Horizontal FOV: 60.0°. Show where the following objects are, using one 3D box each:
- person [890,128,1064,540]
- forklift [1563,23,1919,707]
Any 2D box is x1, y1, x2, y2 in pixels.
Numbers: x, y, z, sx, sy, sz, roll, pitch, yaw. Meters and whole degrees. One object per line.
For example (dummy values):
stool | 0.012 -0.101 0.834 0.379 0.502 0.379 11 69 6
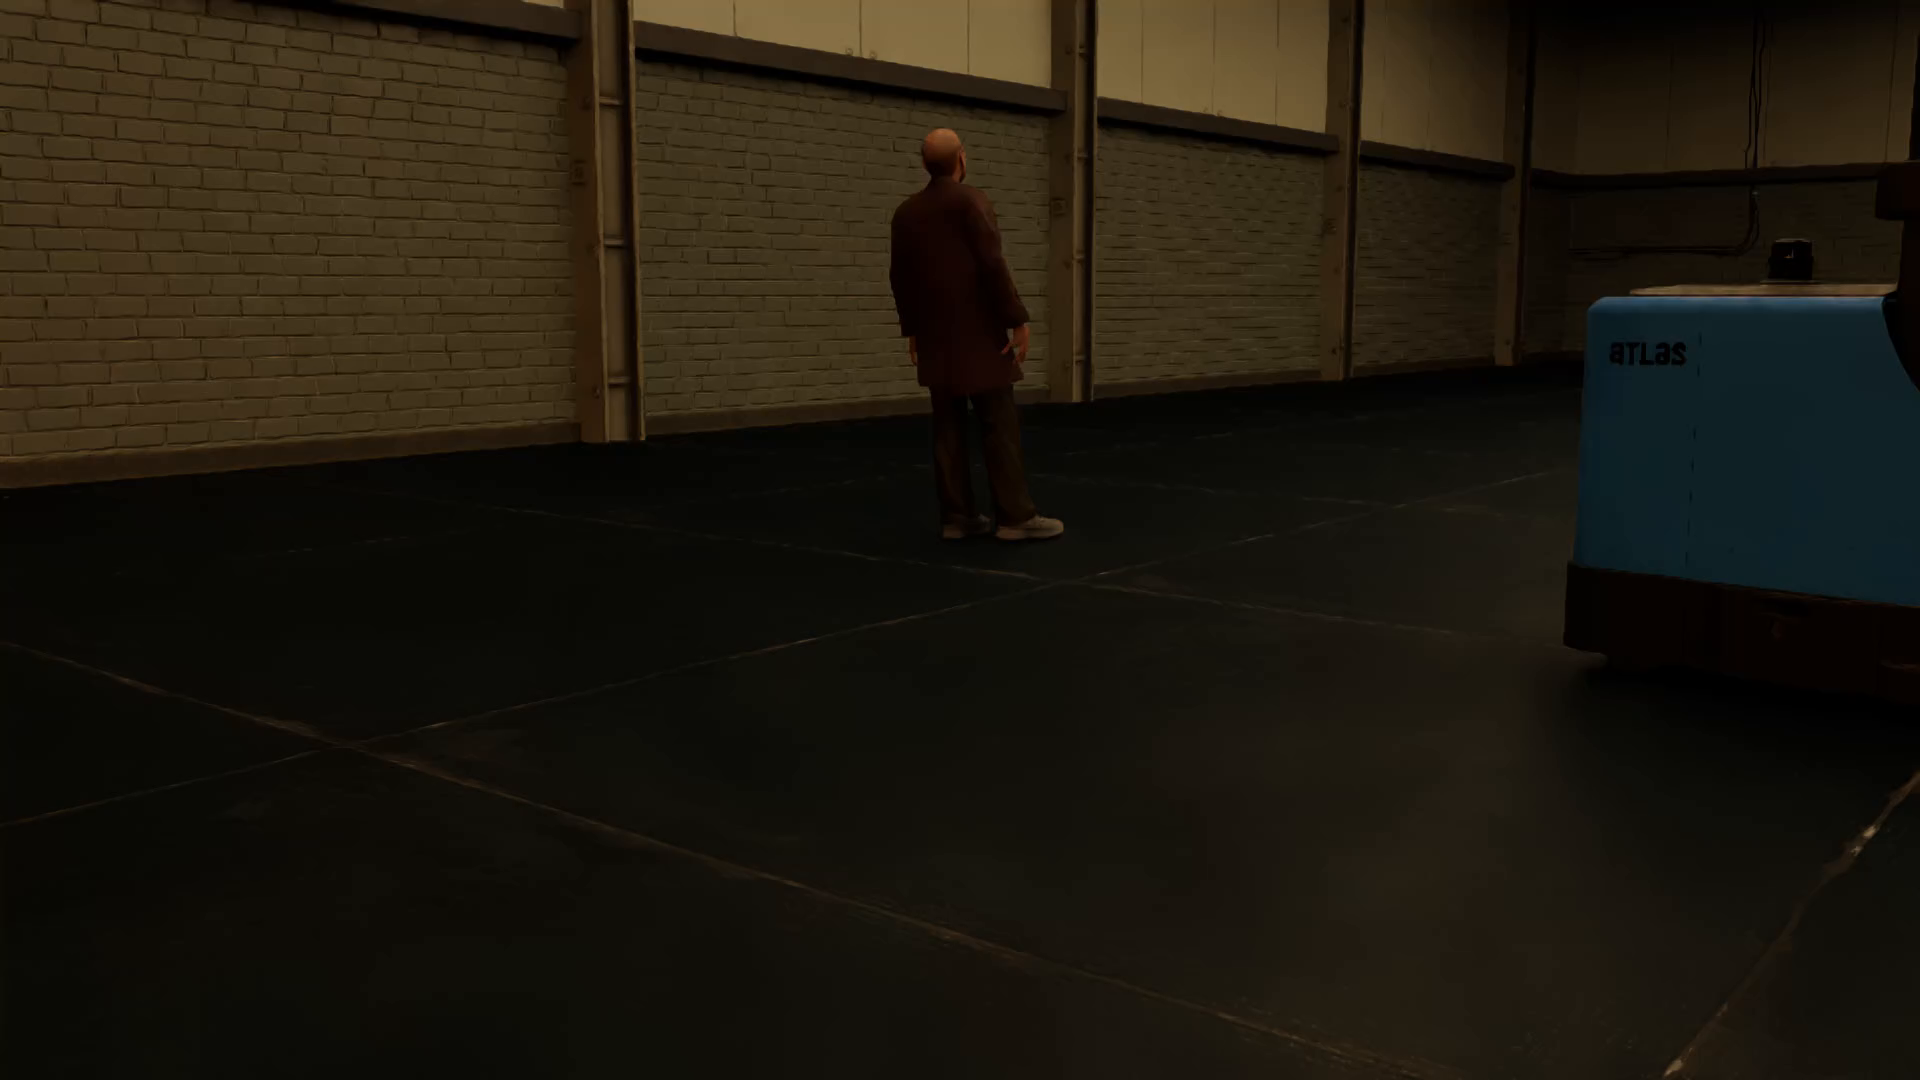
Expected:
person | 0.061 -0.897 7.343 0.694 1.776 0.580 7 11 38
forklift | 3.136 -0.967 3.894 1.130 2.935 3.031 -8 11 -43
